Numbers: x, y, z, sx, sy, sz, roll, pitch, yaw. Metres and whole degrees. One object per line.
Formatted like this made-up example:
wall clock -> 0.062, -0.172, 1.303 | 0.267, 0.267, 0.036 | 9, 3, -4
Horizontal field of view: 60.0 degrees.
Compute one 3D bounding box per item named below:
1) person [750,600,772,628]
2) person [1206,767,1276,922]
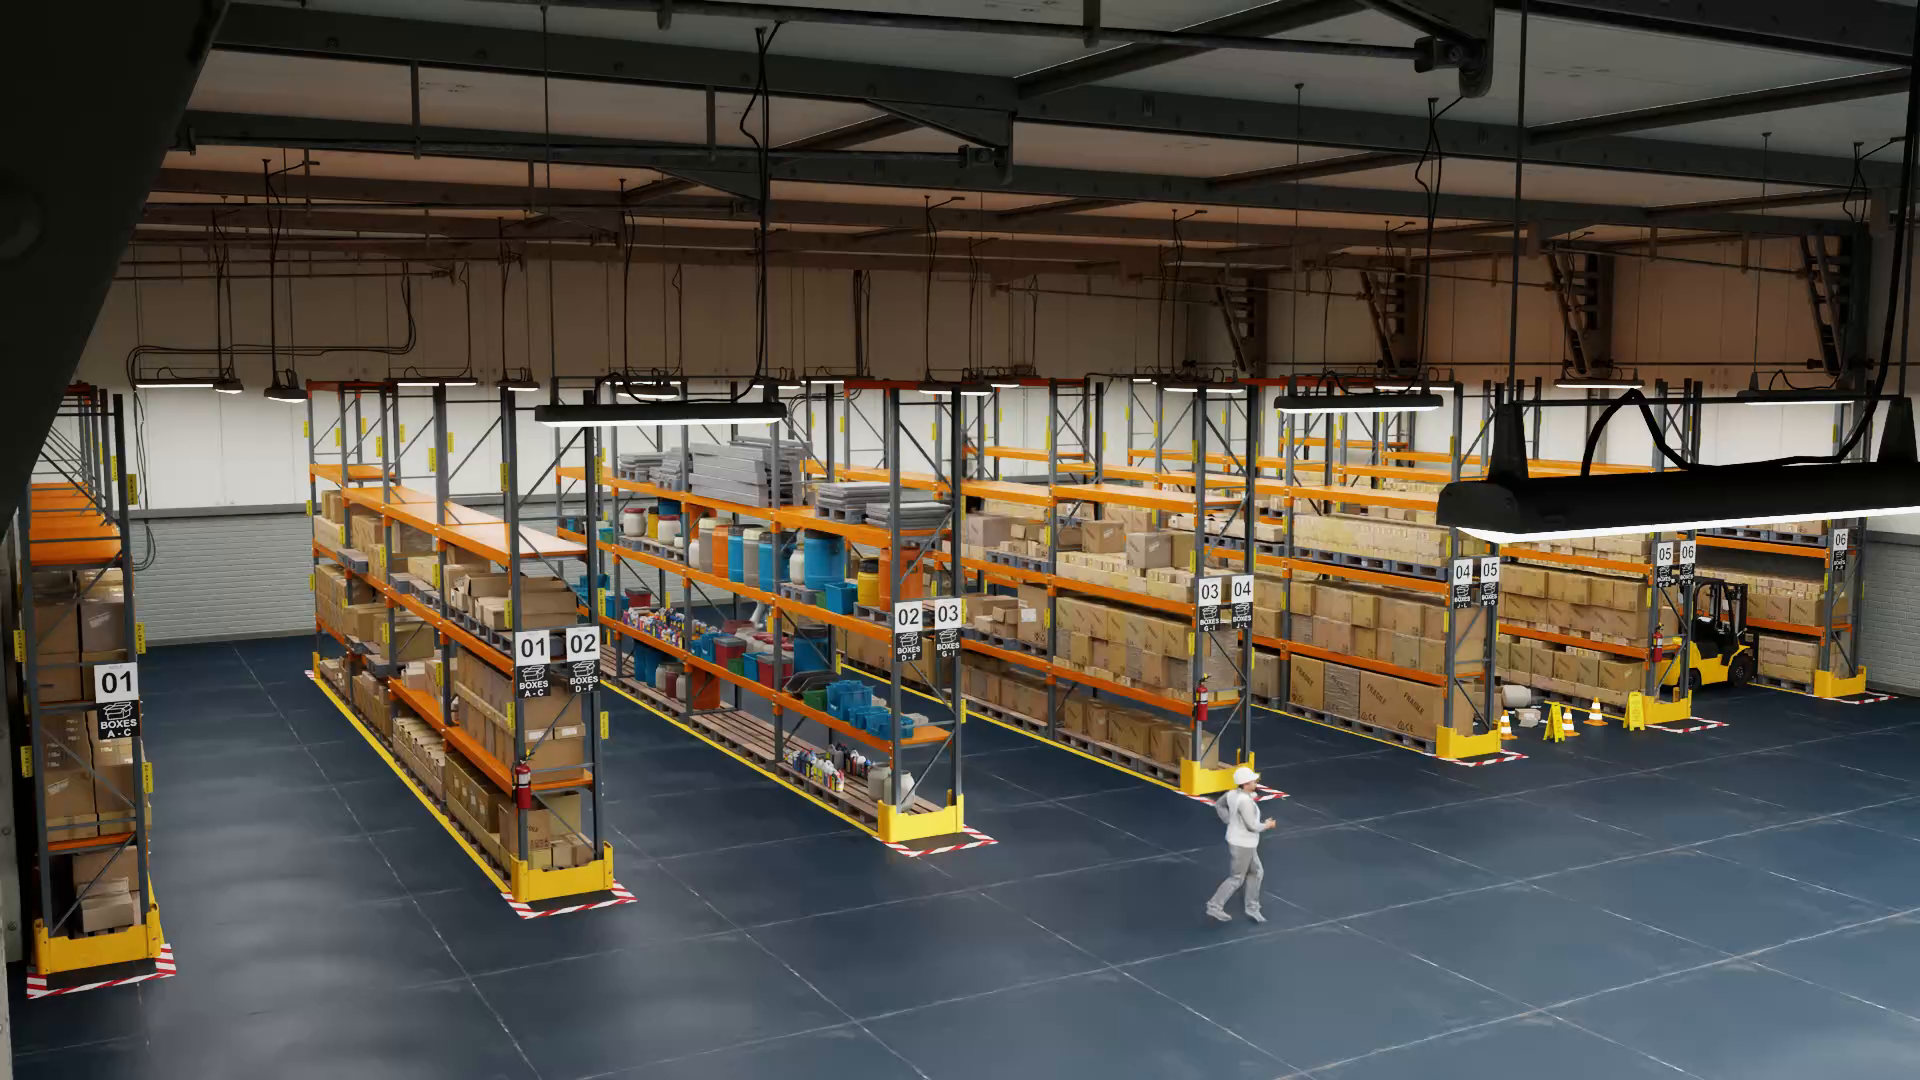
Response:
person -> -4.641, 1.261, 39.471 | 0.818, 1.793, 0.646 | -3, 7, -26
person -> 3.166, 3.468, 18.764 | 0.784, 1.851, 0.666 | 0, 6, -1
